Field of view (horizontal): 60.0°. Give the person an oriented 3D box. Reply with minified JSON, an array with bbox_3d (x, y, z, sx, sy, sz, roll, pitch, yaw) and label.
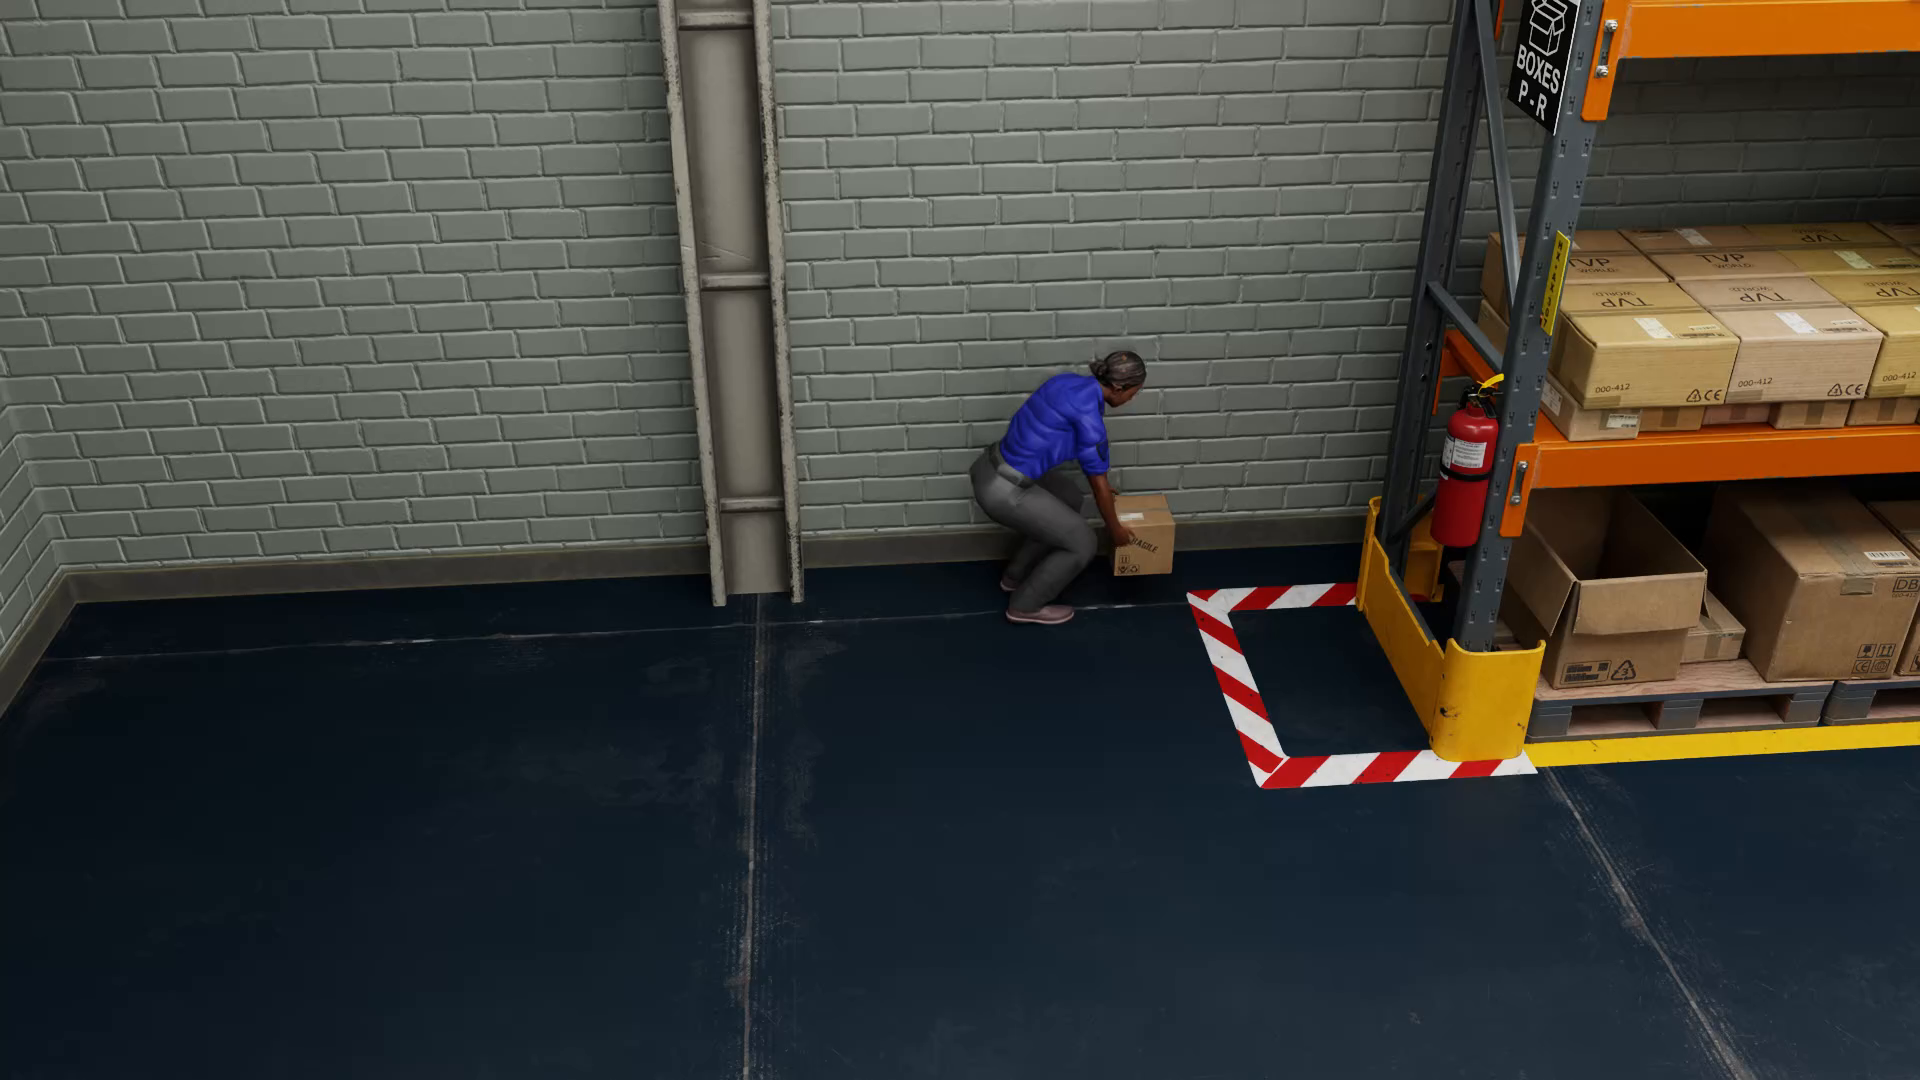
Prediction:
[{"bbox_3d":[0.402,-0.239,7.013,0.726,1.165,0.501,-3,31,-5],"label":"person"}]
